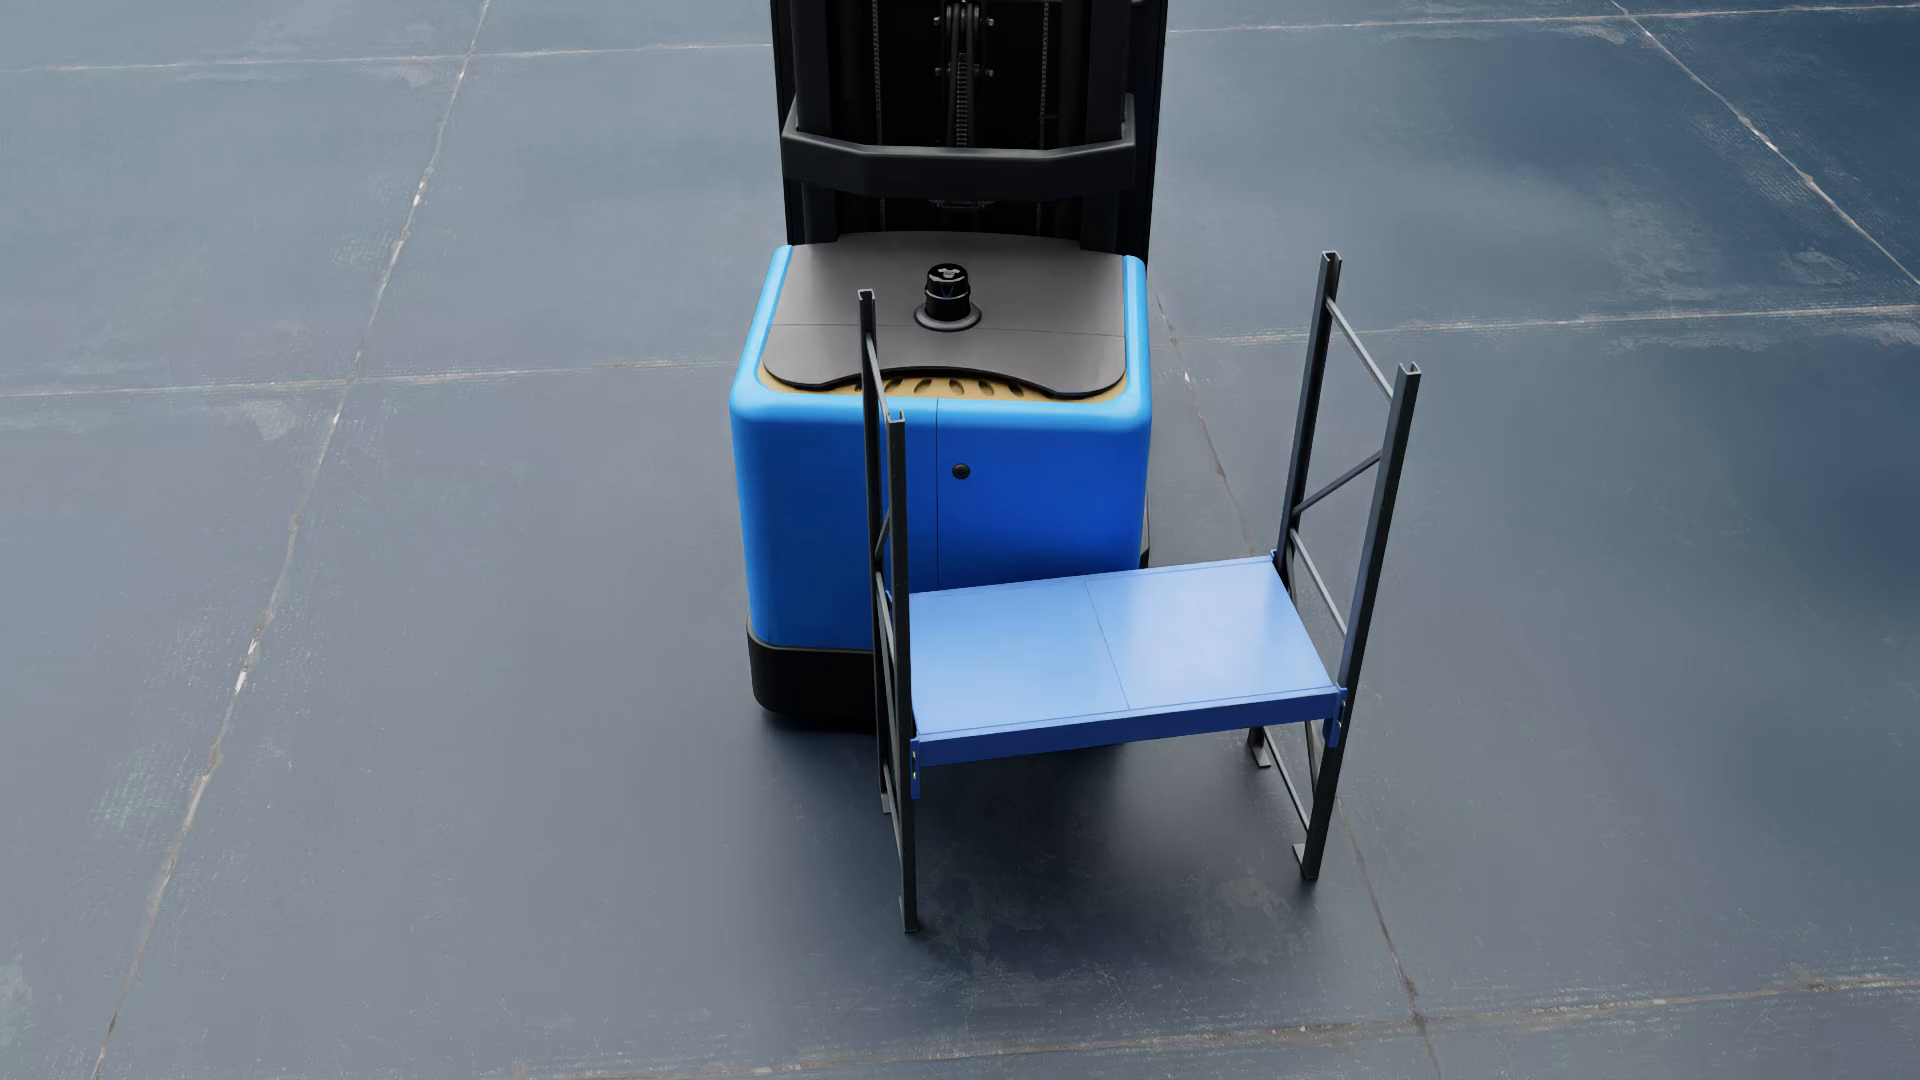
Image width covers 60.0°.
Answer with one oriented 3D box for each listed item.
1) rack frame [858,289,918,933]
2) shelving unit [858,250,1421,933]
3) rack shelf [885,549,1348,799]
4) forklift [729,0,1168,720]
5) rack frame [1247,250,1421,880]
[{"bbox_3d":[-0.159,0.214,3.767,0.032,1.500,0.500,-6,39,-7],"label":"rack frame"},{"bbox_3d":[0.342,0.162,3.832,1.048,1.500,0.538,-6,39,-7],"label":"shelving unit"},{"bbox_3d":[0.342,0.303,3.944,1.000,0.185,0.538,-6,39,-7],"label":"rack shelf"},{"bbox_3d":[0.040,-1.538,4.833,1.130,2.935,3.031,2,38,3],"label":"forklift"},{"bbox_3d":[0.844,0.110,3.898,0.032,1.500,0.500,-6,39,-7],"label":"rack frame"}]
